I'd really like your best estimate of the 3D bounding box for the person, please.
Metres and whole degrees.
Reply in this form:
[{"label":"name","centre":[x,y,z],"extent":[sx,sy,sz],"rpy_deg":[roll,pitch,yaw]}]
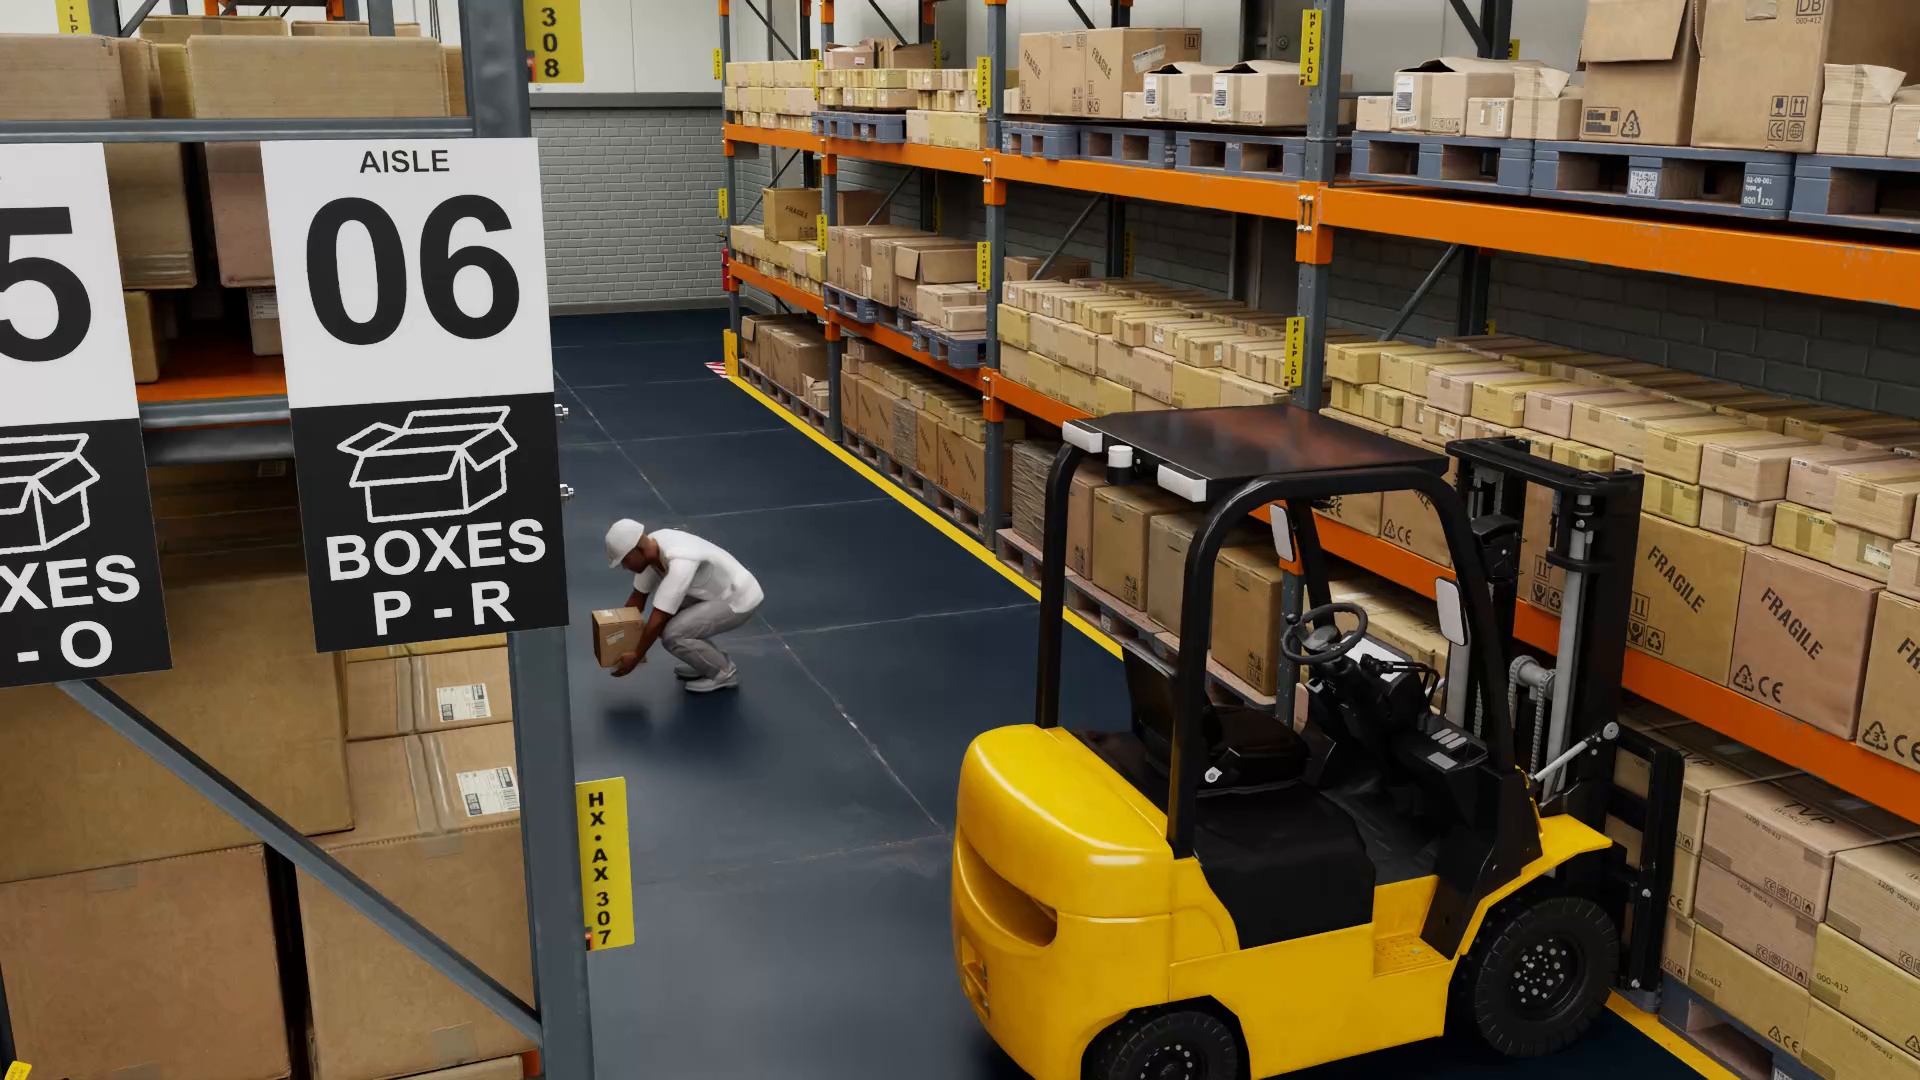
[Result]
[{"label":"person","centre":[-1.535,0.339,9.188],"extent":[0.898,1.008,0.583],"rpy_deg":[-6,17,-20]}]
